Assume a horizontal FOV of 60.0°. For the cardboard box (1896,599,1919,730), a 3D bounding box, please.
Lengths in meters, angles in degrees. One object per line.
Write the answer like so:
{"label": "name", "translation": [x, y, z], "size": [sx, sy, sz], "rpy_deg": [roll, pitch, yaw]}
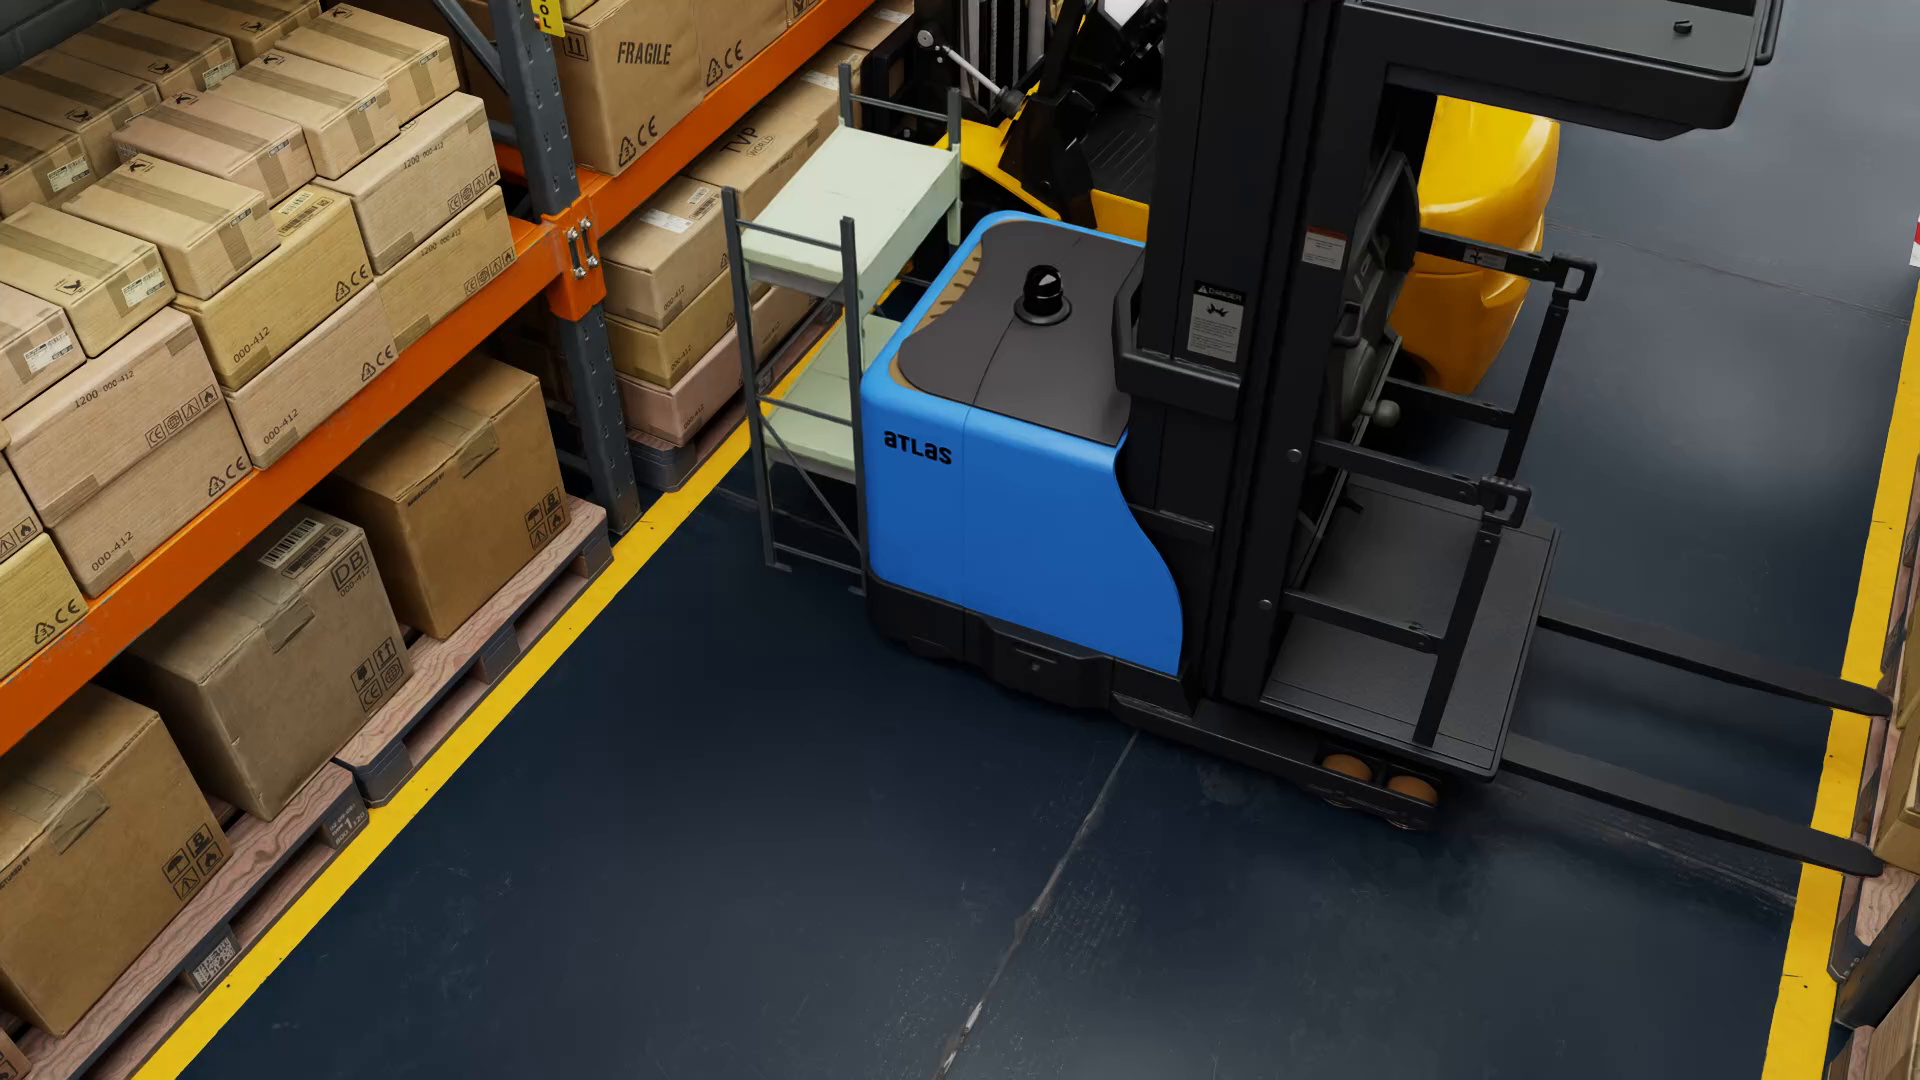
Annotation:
{"label": "cardboard box", "translation": [3.089, 0.390, 4.894], "size": [0.500, 0.250, 0.500], "rpy_deg": [19, 48, 18]}

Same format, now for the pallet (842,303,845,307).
{"label": "pallet", "translation": [-0.612, -1.544, 7.128], "size": [1.003, 0.211, 1.213], "rpy_deg": [20, 49, 19]}

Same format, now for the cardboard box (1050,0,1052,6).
{"label": "cardboard box", "translation": [0.082, -2.420, 7.319], "size": [0.500, 0.250, 0.500], "rpy_deg": [20, 49, 19]}

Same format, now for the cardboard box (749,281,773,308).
{"label": "cardboard box", "translation": [-0.854, -1.143, 6.057], "size": [0.500, 0.250, 0.500], "rpy_deg": [20, 49, 19]}

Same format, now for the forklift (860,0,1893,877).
{"label": "forklift", "translation": [1.262, -0.610, 4.292], "size": [3.031, 2.935, 1.130], "rpy_deg": [17, 48, 16]}

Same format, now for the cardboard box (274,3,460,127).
{"label": "cardboard box", "translation": [-1.545, -1.240, 4.341], "size": [0.380, 0.149, 0.250], "rpy_deg": [22, 49, 20]}

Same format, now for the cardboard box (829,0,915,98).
{"label": "cardboard box", "translation": [-0.363, -1.963, 6.517], "size": [0.500, 0.250, 0.500], "rpy_deg": [20, 49, 18]}

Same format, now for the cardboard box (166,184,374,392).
{"label": "cardboard box", "translation": [-1.817, -0.668, 4.056], "size": [0.500, 0.250, 0.500], "rpy_deg": [19, 48, 18]}

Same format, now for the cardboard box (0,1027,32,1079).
{"label": "cardboard box", "translation": [-2.842, 1.139, 3.890], "size": [0.875, 0.625, 0.625], "rpy_deg": [22, 49, 20]}

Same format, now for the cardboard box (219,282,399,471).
{"label": "cardboard box", "translation": [-1.814, -0.491, 4.231], "size": [0.500, 0.250, 0.500], "rpy_deg": [20, 49, 19]}

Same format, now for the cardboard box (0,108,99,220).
{"label": "cardboard box", "translation": [-2.325, -0.902, 4.006], "size": [0.380, 0.149, 0.250], "rpy_deg": [20, 49, 19]}

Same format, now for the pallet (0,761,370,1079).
{"label": "pallet", "translation": [-2.456, 0.963, 4.650], "size": [1.003, 0.211, 1.213], "rpy_deg": [20, 49, 19]}

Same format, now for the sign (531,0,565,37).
{"label": "sign", "translation": [-1.098, -1.472, 4.337], "size": [0.100, 0.325, 0.005], "rpy_deg": [20, 49, 19]}

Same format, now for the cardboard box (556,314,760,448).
{"label": "cardboard box", "translation": [-1.066, -0.642, 5.914], "size": [0.500, 0.250, 0.500], "rpy_deg": [21, 49, 19]}

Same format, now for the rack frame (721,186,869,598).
{"label": "rack frame", "translation": [-0.474, -0.393, 5.084], "size": [0.400, 1.500, 0.023], "rpy_deg": [17, 48, 16]}

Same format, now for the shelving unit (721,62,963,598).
{"label": "shelving unit", "translation": [-0.329, -0.632, 5.320], "size": [0.431, 1.500, 0.755], "rpy_deg": [17, 48, 16]}

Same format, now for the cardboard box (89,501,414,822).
{"label": "cardboard box", "translation": [-2.183, 0.240, 4.778], "size": [0.875, 0.625, 0.625], "rpy_deg": [20, 49, 19]}

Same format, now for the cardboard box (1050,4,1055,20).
{"label": "cardboard box", "translation": [0.096, -2.256, 7.509], "size": [0.500, 0.250, 0.500], "rpy_deg": [20, 49, 19]}

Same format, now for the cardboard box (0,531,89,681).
{"label": "cardboard box", "translation": [-2.305, 0.140, 3.608], "size": [0.500, 0.250, 0.500], "rpy_deg": [22, 49, 20]}

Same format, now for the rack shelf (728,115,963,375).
{"label": "rack shelf", "translation": [-0.329, -0.906, 5.042], "size": [0.431, 0.370, 0.720], "rpy_deg": [17, 48, 16]}

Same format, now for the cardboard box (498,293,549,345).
{"label": "cardboard box", "translation": [-1.539, -0.997, 5.913], "size": [0.500, 0.250, 0.500], "rpy_deg": [19, 48, 18]}

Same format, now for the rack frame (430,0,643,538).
{"label": "rack frame", "translation": [-1.584, -1.266, 4.892], "size": [1.000, 3.000, 0.127], "rpy_deg": [20, 49, 19]}

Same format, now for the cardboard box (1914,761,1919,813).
{"label": "cardboard box", "translation": [2.852, 0.465, 4.292], "size": [0.500, 0.500, 0.500], "rpy_deg": [20, 49, 19]}

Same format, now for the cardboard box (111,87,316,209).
{"label": "cardboard box", "translation": [-1.809, -0.935, 4.039], "size": [0.380, 0.149, 0.250], "rpy_deg": [20, 49, 19]}

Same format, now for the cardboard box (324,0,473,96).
{"label": "cardboard box", "translation": [-1.614, -1.673, 5.224], "size": [0.500, 0.500, 0.500], "rpy_deg": [20, 49, 19]}

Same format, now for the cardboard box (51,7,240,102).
{"label": "cardboard box", "translation": [-2.108, -1.227, 4.327], "size": [0.380, 0.149, 0.250], "rpy_deg": [19, 48, 18]}

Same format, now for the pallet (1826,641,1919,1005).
{"label": "pallet", "translation": [3.095, 0.916, 4.696], "size": [1.003, 0.211, 1.213], "rpy_deg": [20, 49, 19]}

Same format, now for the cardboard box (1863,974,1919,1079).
{"label": "cardboard box", "translation": [2.573, 1.478, 3.732], "size": [0.950, 0.372, 0.625], "rpy_deg": [21, 49, 20]}

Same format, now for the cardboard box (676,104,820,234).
{"label": "cardboard box", "translation": [-0.835, -1.318, 5.879], "size": [0.500, 0.250, 0.500], "rpy_deg": [21, 49, 19]}

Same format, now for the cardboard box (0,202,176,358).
{"label": "cardboard box", "translation": [-1.991, -0.581, 3.689], "size": [0.380, 0.149, 0.250], "rpy_deg": [19, 48, 18]}

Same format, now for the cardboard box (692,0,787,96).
{"label": "cardboard box", "translation": [-0.919, -1.828, 5.377], "size": [0.500, 0.500, 0.500], "rpy_deg": [21, 49, 20]}

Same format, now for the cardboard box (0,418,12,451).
{"label": "cardboard box", "translation": [-2.167, -0.233, 3.345], "size": [0.380, 0.149, 0.250], "rpy_deg": [19, 48, 18]}

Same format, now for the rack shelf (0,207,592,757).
{"label": "rack shelf", "translation": [-2.512, 0.247, 3.903], "size": [1.077, 0.370, 4.000], "rpy_deg": [20, 49, 19]}

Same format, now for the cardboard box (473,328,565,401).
{"label": "cardboard box", "translation": [-1.537, -0.819, 6.089], "size": [0.500, 0.250, 0.500], "rpy_deg": [21, 49, 19]}

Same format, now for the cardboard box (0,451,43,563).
{"label": "cardboard box", "translation": [-2.311, -0.037, 3.431], "size": [0.500, 0.250, 0.500], "rpy_deg": [21, 49, 20]}
